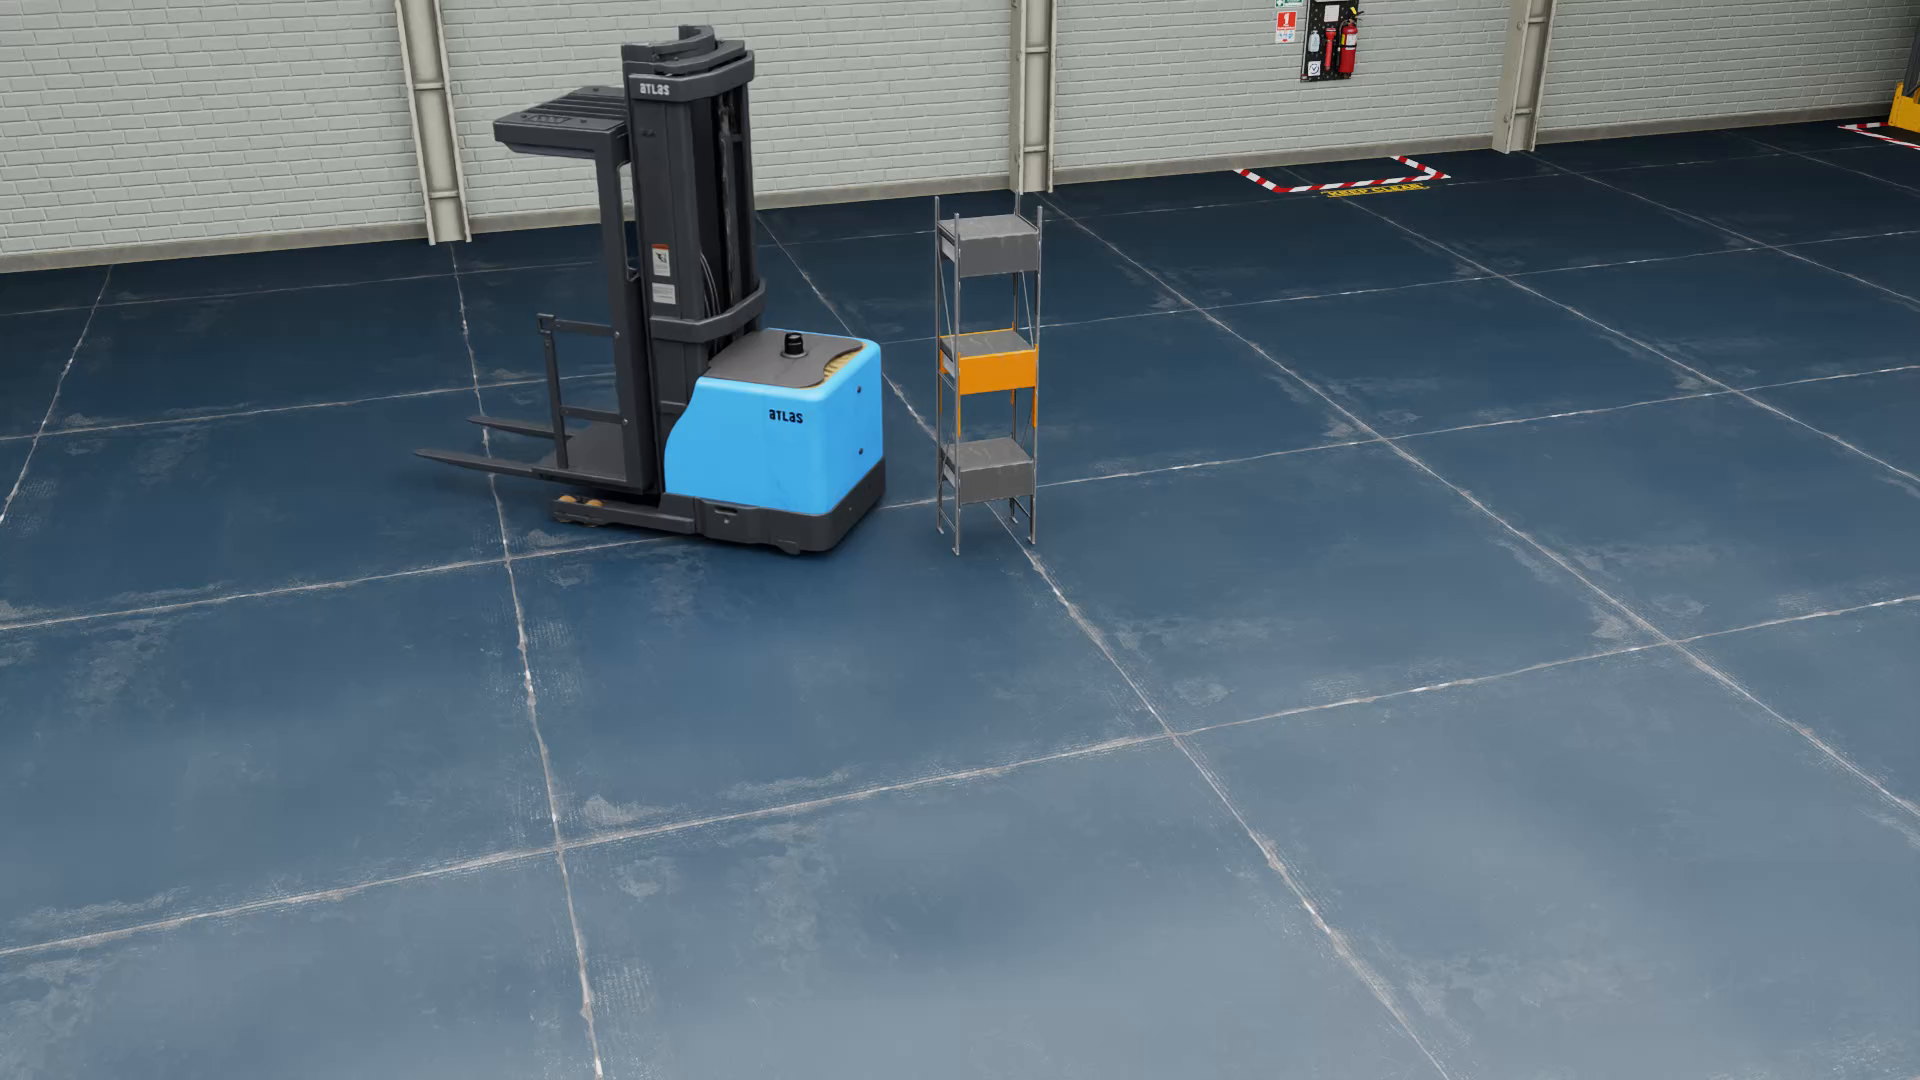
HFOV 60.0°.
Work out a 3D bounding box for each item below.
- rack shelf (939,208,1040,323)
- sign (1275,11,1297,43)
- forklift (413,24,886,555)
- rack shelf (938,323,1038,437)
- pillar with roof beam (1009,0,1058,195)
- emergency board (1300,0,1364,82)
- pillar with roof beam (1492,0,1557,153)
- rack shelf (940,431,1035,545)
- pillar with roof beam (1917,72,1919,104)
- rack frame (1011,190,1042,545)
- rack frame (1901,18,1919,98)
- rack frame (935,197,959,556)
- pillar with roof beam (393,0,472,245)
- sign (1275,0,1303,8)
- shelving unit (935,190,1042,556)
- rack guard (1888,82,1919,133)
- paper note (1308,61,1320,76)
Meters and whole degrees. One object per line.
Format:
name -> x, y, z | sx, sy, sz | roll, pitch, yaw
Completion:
rack shelf -> 0.157, -1.578, 9.524 | 0.480, 0.518, 0.431 | -8, 28, -16
sign -> 3.542, -5.575, 18.067 | 0.234, 0.329, 0.001 | -8, 28, -16
forklift -> -2.052, -1.606, 10.188 | 3.031, 2.935, 1.130 | 9, 28, 17
rack shelf -> 0.157, -0.951, 9.835 | 0.480, 0.518, 0.431 | -8, 28, -16
pillar with roof beam -> 2.090, -5.957, 12.129 | 0.400, 9.000, 9.100 | -8, 28, -16
emergency board -> 4.100, -5.592, 18.141 | 0.643, 1.169, 0.194 | -8, 28, -16
pillar with roof beam -> 7.795, -6.783, 13.793 | 0.400, 9.000, 9.100 | -8, 28, -16
rack shelf -> 0.157, -0.324, 10.146 | 0.480, 0.518, 0.431 | -8, 28, -16
pillar with roof beam -> 13.500, -7.609, 15.457 | 0.400, 9.000, 9.100 | -8, 28, -16
rack frame -> 0.389, -0.997, 9.897 | 0.015, 2.100, 0.400 | -8, 28, -16
rack frame -> 11.769, -6.280, 19.527 | 0.127, 3.000, 1.000 | -8, 28, -16
rack frame -> -0.075, -0.930, 9.761 | 0.015, 2.100, 0.400 | -8, 28, -16
pillar with roof beam -> -3.615, -5.131, 10.465 | 0.400, 9.000, 9.100 | -8, 28, -16
sign -> 3.550, -5.810, 17.943 | 0.331, 0.109, 0.001 | -8, 28, -16
shelving unit -> 0.157, -0.963, 9.829 | 0.503, 2.100, 0.431 | -8, 28, -16
rack guard -> 11.841, -5.171, 20.104 | 0.348, 0.500, 1.175 | -8, 28, -16
paper note -> 3.910, -5.202, 18.346 | 0.142, 0.148, 0.016 | -8, 28, -16
